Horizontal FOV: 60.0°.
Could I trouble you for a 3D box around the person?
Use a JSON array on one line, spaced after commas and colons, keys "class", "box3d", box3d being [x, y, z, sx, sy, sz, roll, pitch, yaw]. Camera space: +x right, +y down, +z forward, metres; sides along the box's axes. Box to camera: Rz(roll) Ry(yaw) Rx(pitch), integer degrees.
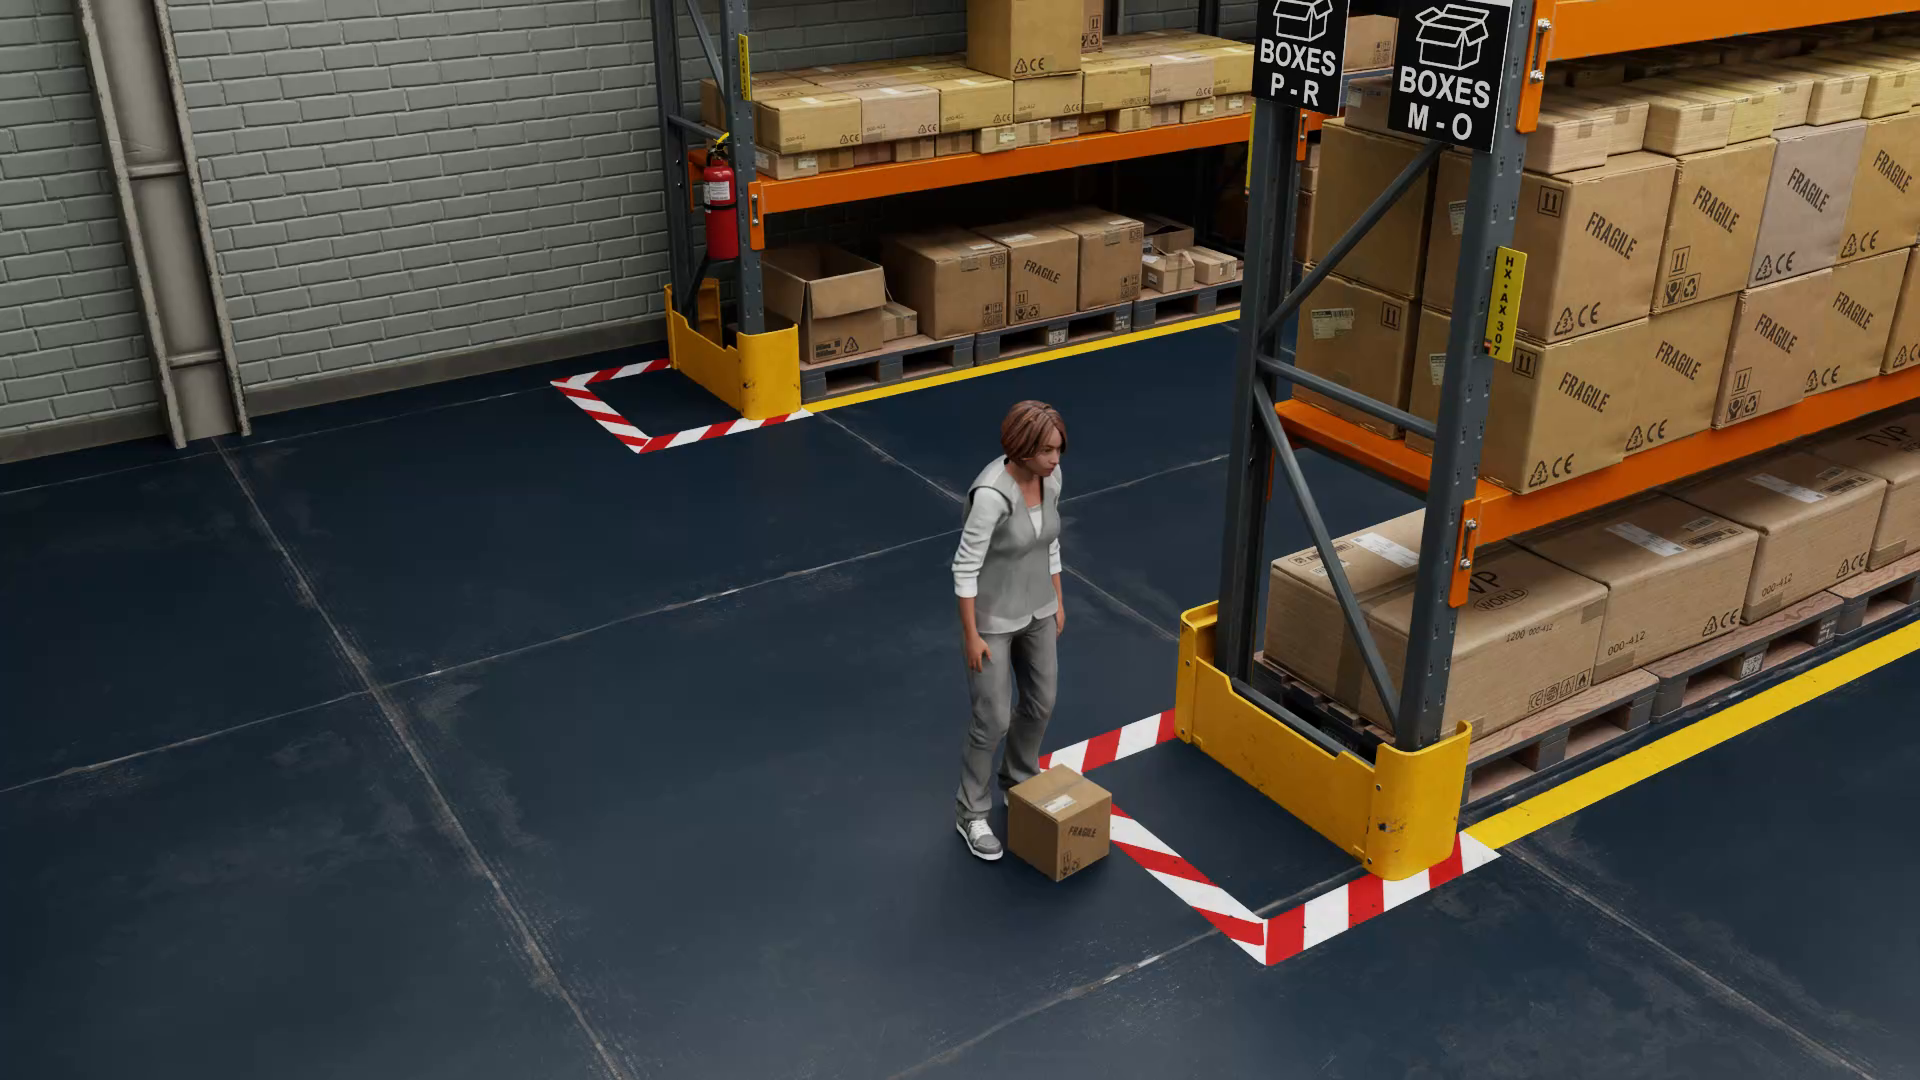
[{"class": "person", "box3d": [0.173, 0.277, 5.544, 0.472, 1.590, 0.347, -21, 33, -37]}]
